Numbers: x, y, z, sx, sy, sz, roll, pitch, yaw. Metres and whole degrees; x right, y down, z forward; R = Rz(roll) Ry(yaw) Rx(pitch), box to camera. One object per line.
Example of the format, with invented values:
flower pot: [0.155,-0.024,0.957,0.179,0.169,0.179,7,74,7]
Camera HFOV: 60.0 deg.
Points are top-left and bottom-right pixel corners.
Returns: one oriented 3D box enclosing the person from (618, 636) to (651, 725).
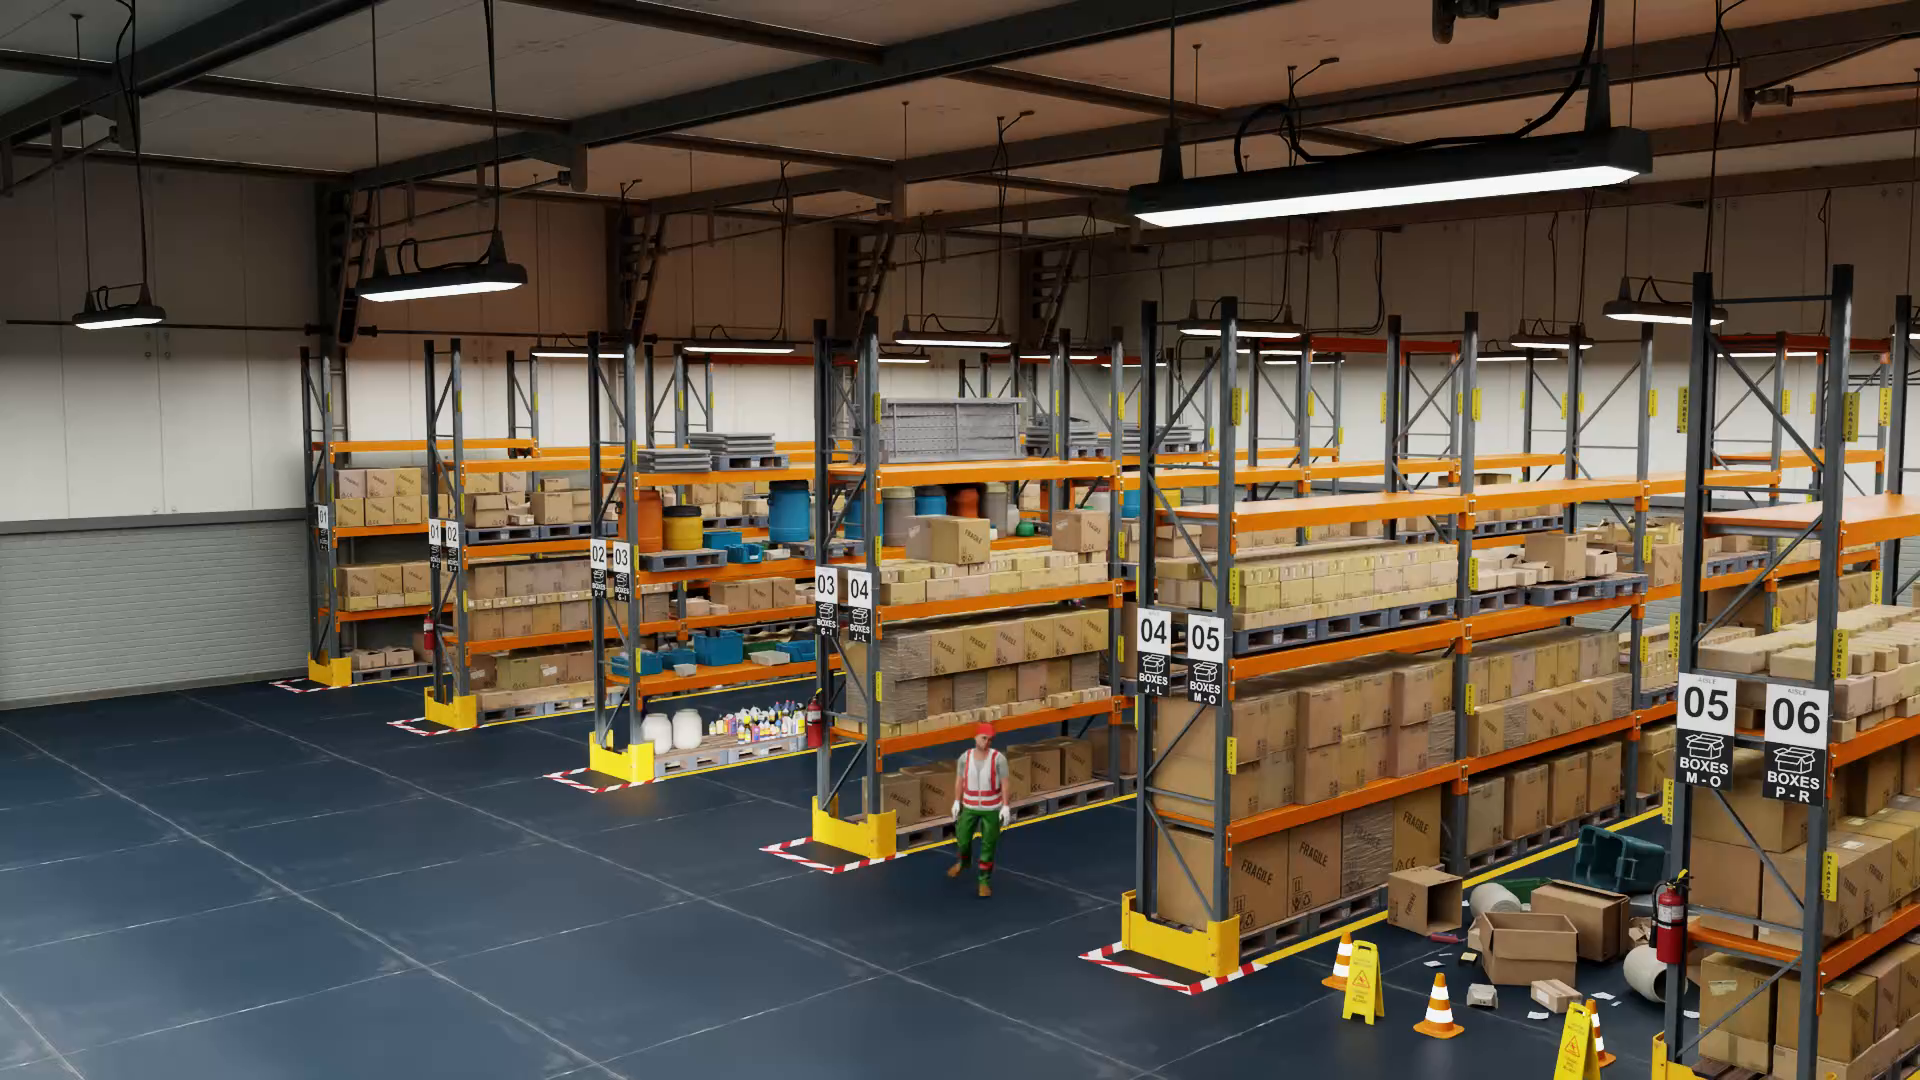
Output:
person: [-4.768,2.205,24.660,0.609,1.628,0.948,2,5,22]

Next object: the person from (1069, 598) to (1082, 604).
person: [2.300,1.396,33.194,0.681,1.709,0.699,3,6,31]

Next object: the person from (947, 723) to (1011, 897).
person: [0.192,2.757,17.235,0.706,1.782,0.579,1,5,7]
